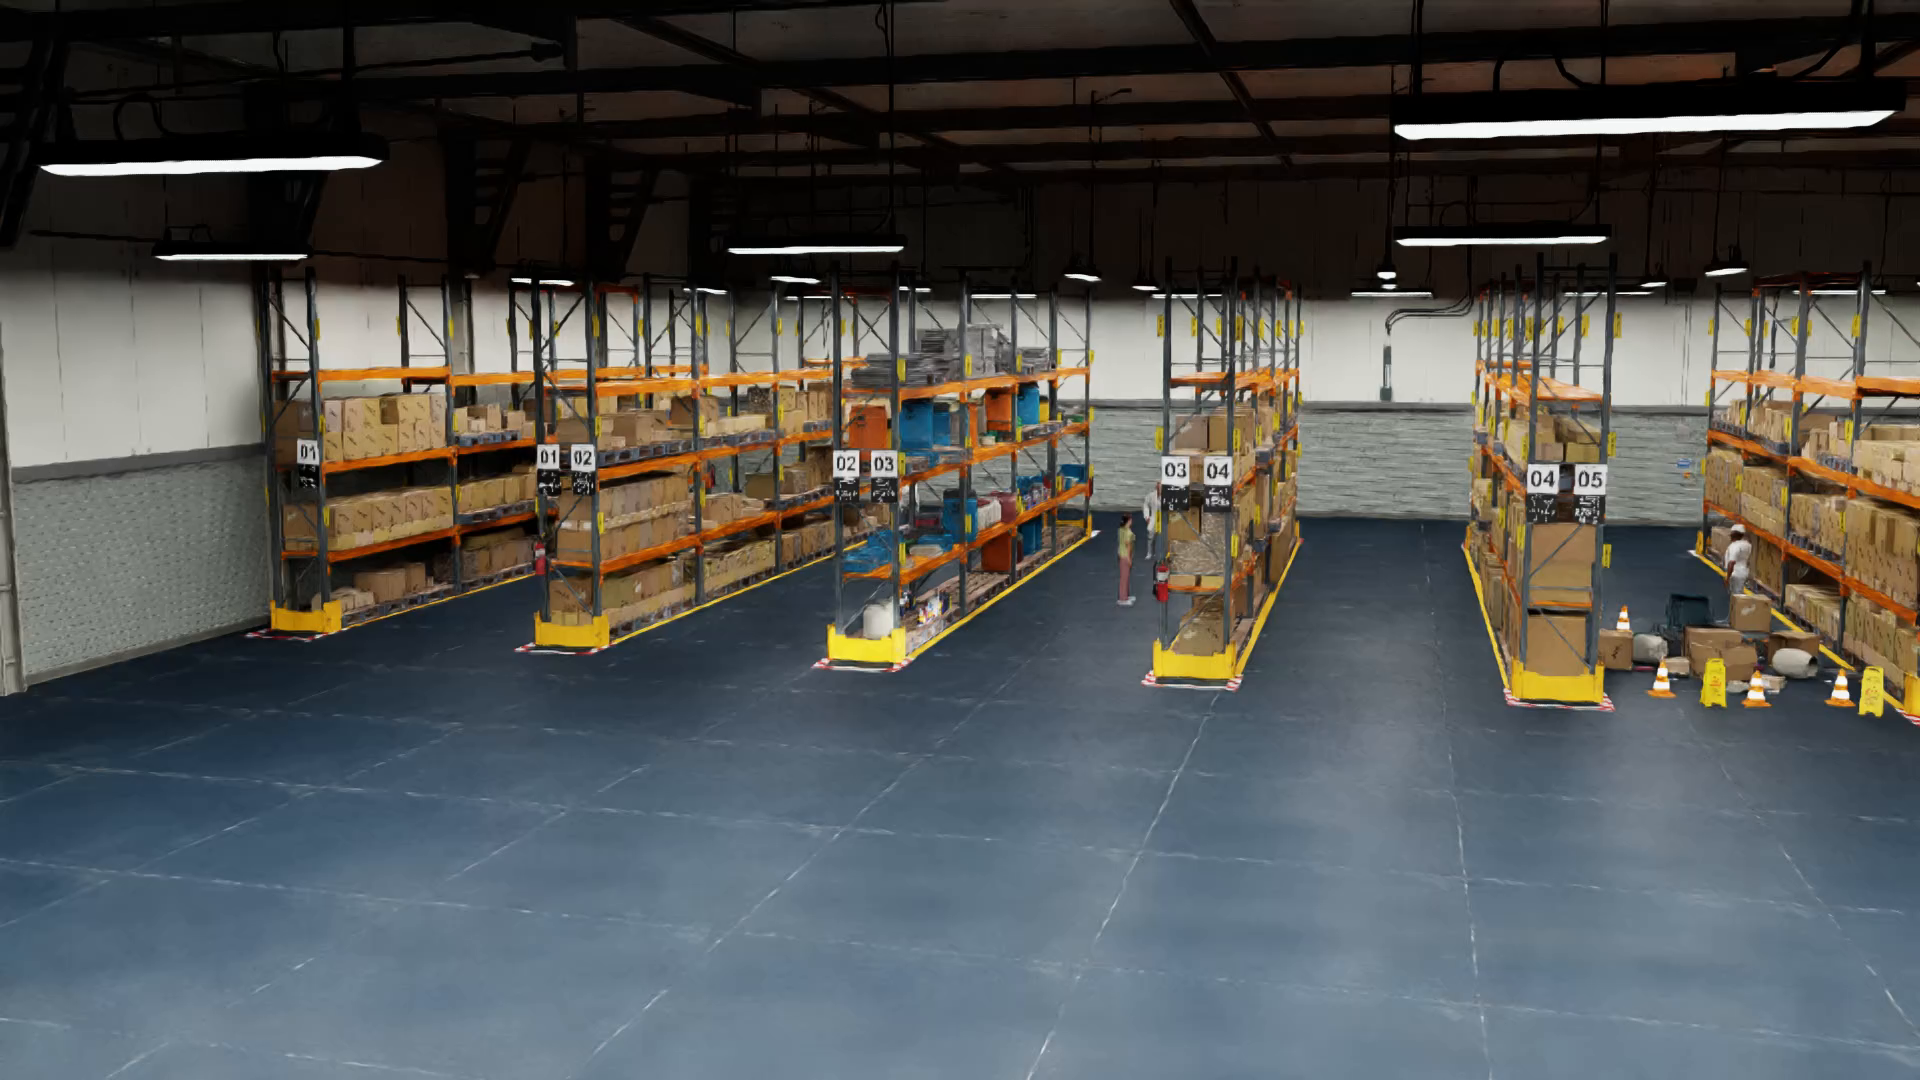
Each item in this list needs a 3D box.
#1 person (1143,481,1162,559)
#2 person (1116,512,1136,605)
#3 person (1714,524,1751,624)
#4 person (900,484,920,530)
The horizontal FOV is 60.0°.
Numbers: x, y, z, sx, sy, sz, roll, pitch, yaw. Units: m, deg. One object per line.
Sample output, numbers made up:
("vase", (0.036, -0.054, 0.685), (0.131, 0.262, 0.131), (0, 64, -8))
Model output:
("person", (4.331, -0.429, 36.112), (0.729, 1.733, 0.546), (2, 7, 13))
("person", (3.063, 0.319, 30.299), (0.451, 1.650, 0.540), (-2, 8, -15))
("person", (12.913, 0.604, 27.738), (0.585, 1.760, 0.682), (6, 9, 40))
("person", (-1.233, -0.833, 39.667), (0.495, 1.587, 1.086), (2, 8, 17))
